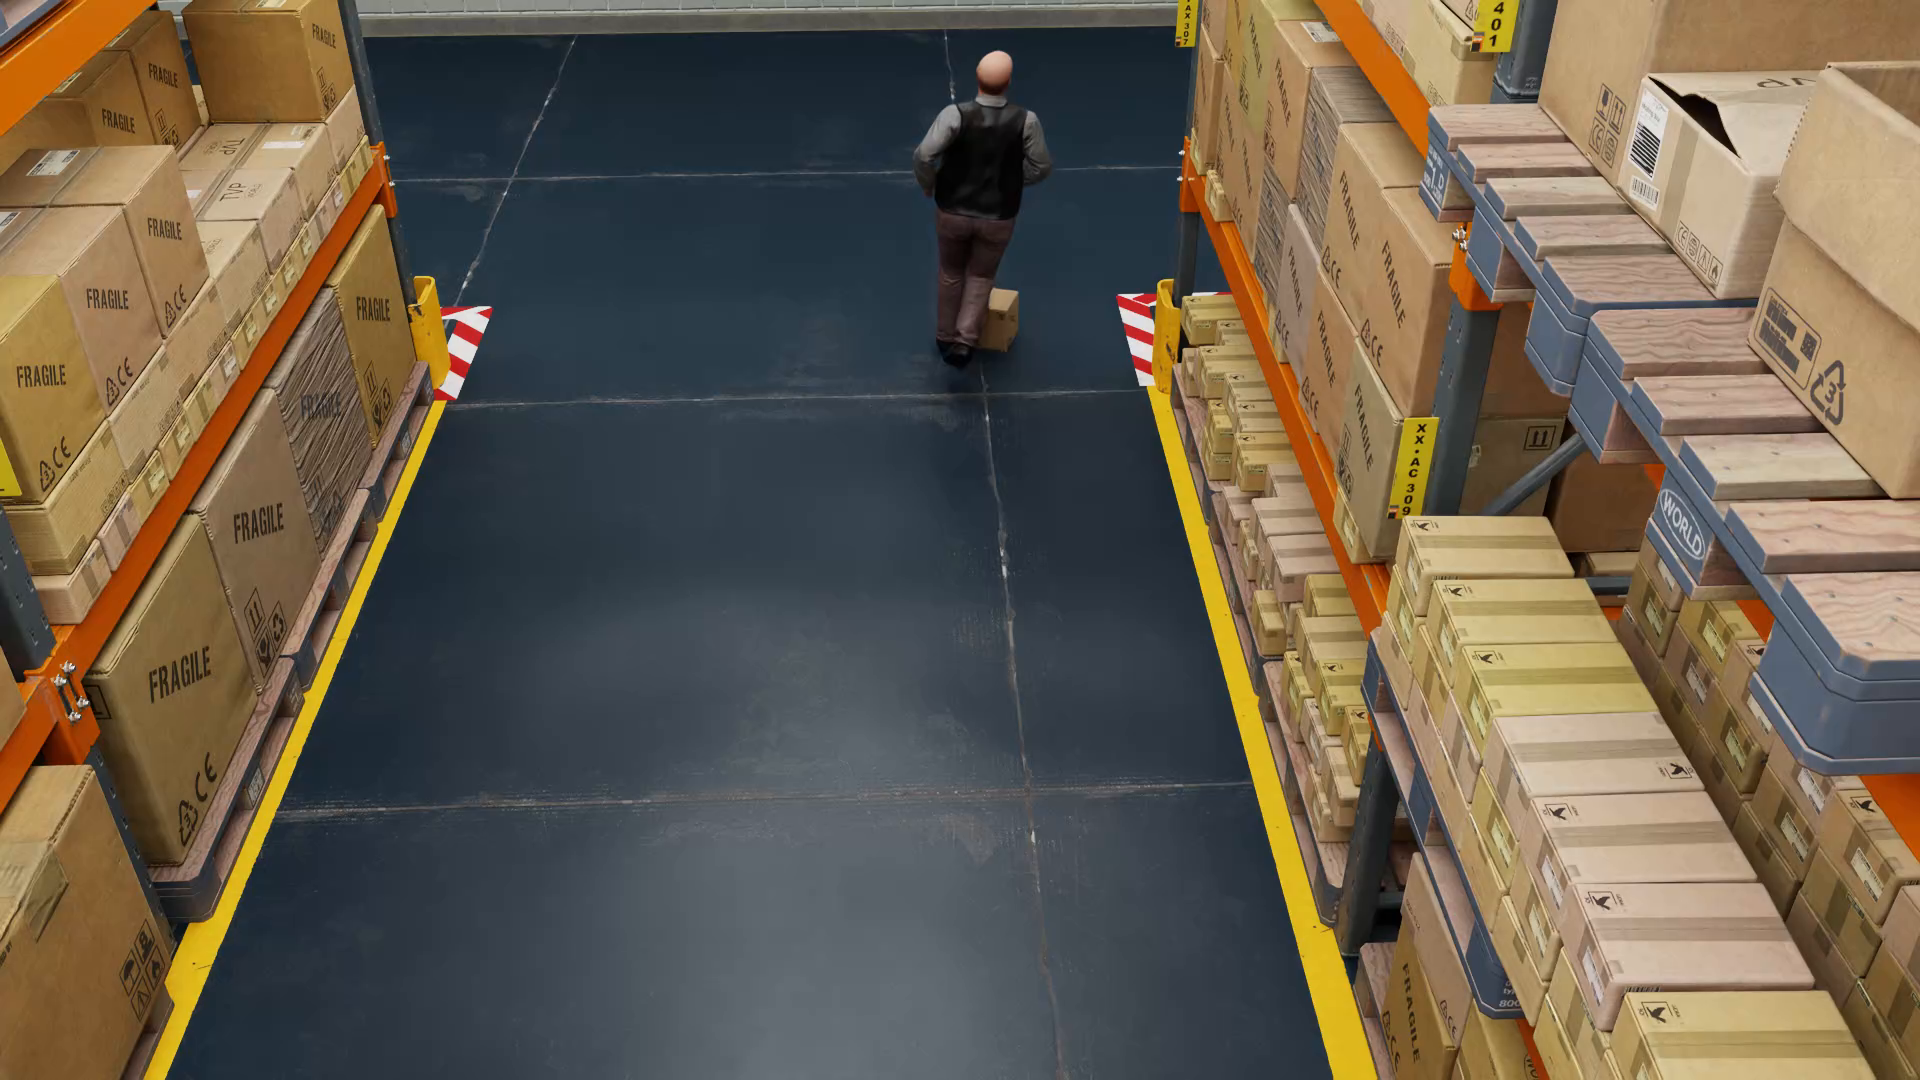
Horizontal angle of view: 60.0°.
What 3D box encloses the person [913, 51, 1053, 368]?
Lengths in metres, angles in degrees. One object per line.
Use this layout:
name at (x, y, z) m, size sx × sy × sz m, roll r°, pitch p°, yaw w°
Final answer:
person at (0.123, -1.652, 8.542) m, size 0.695 × 1.725 × 0.704 m, roll 2°, pitch 35°, yaw 3°
